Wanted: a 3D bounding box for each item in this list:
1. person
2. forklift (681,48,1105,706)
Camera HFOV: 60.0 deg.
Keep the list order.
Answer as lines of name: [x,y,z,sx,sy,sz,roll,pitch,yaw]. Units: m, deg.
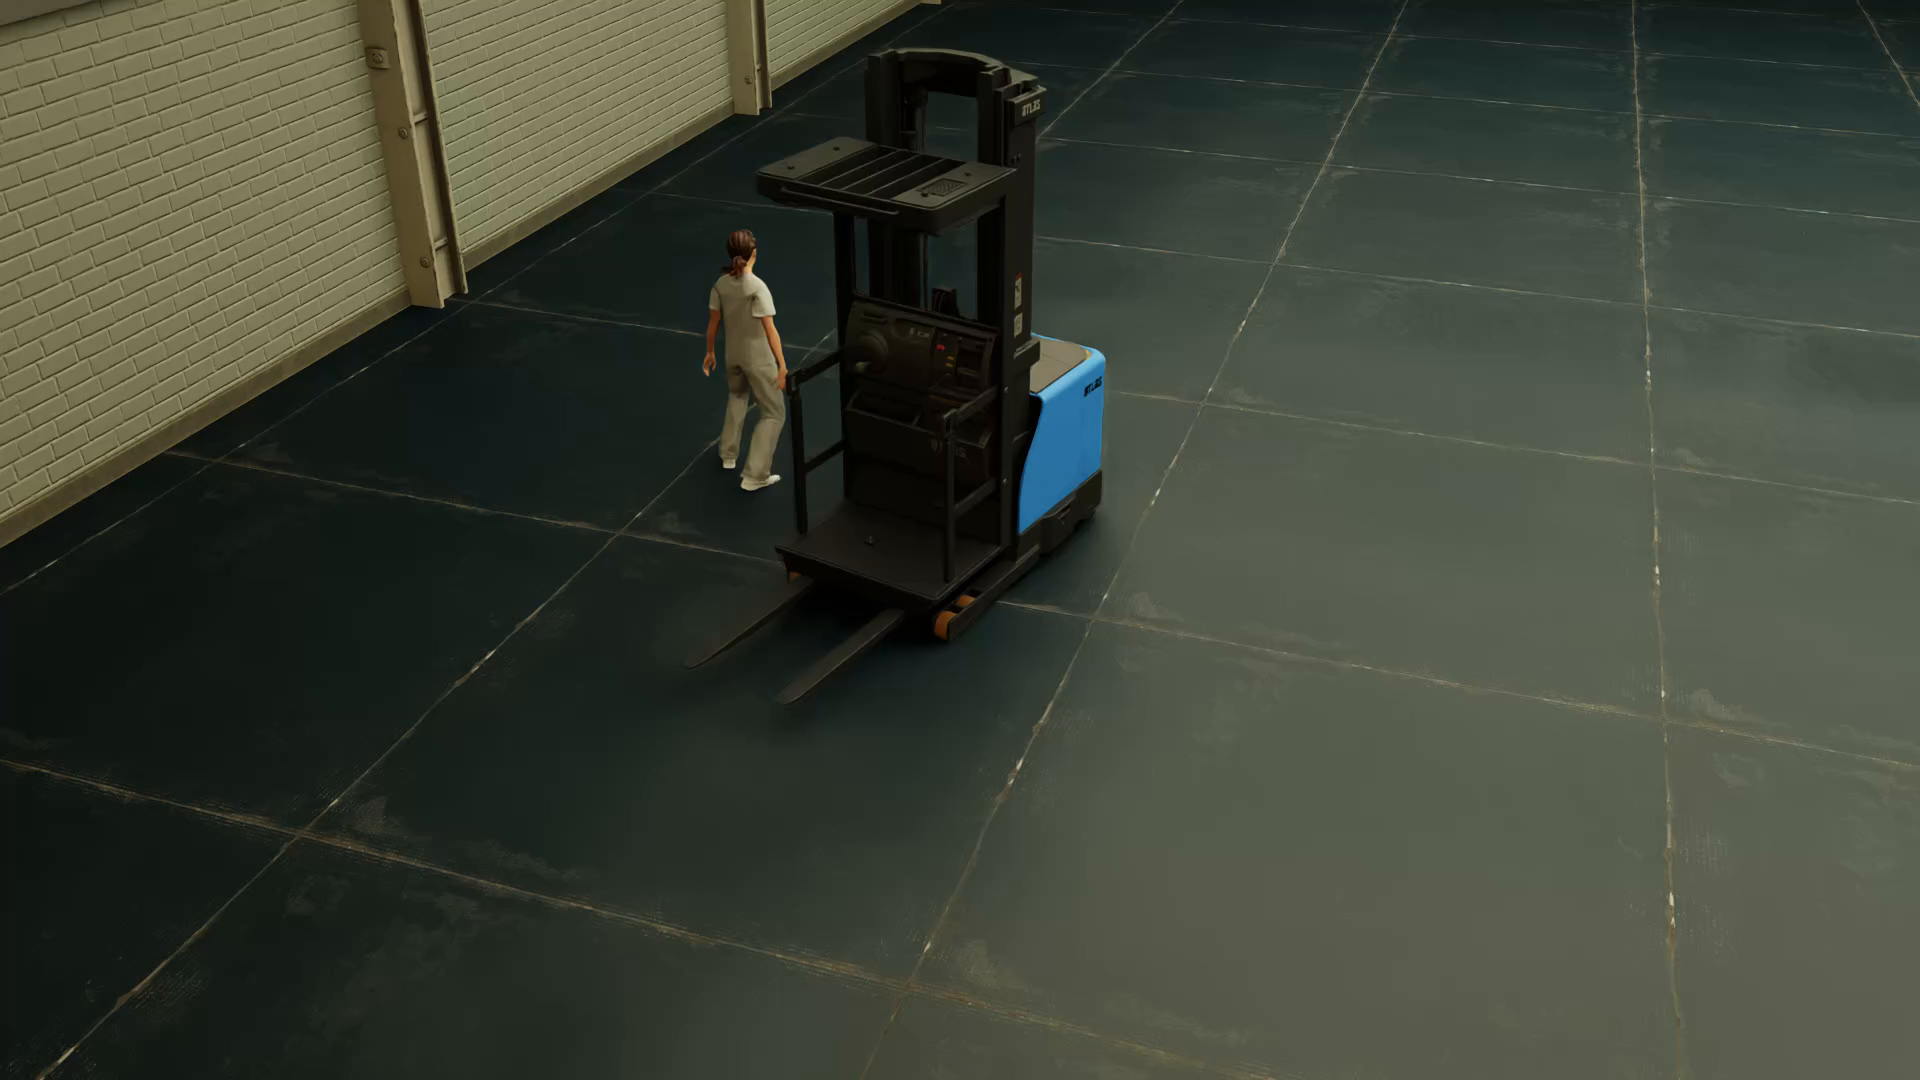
person: [-1.354,-1.119,10.456,0.781,1.647,0.423,23,37,34]
forklift: [-0.336,-0.984,8.862,1.130,2.935,3.031,17,34,28]
